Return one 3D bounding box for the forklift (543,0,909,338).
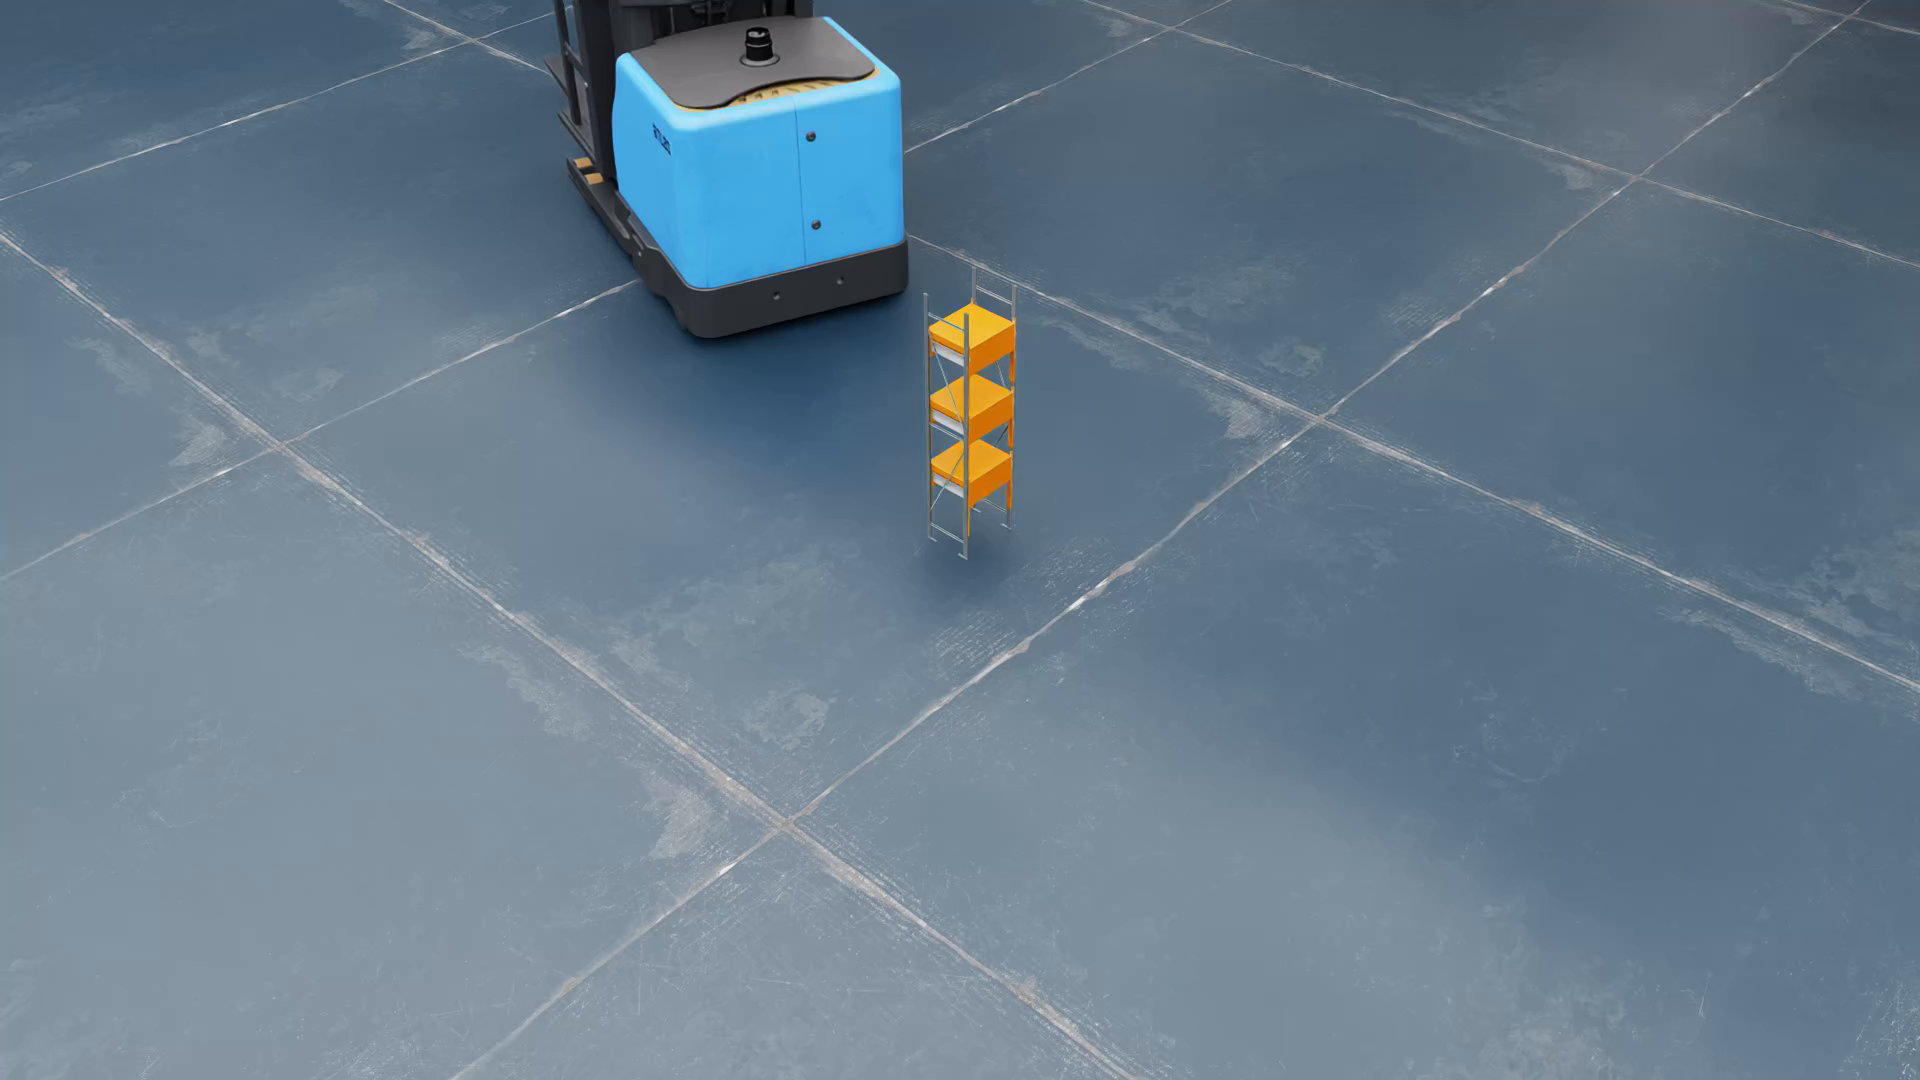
[{"bbox_3d":[-1.347,-2.935,7.586,1.130,2.935,3.031,-17,42,-21],"label":"forklift"}]

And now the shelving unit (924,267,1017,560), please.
[{"bbox_3d":[0.036,-0.436,5.954,0.215,1.050,0.252,30,47,32],"label":"shelving unit"}]

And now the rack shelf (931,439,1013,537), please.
[{"bbox_3d":[0.036,-0.210,6.134,0.215,0.259,0.240,30,47,32],"label":"rack shelf"}]

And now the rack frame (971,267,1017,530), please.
[{"bbox_3d":[0.118,-0.492,6.025,0.200,1.050,0.008,30,47,32],"label":"rack frame"}]

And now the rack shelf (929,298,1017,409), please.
[{"bbox_3d":[0.036,-0.649,5.784,0.215,0.259,0.240,30,47,32],"label":"rack shelf"}]

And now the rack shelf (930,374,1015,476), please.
[{"bbox_3d":[0.036,-0.427,5.961,0.215,0.259,0.240,30,47,32],"label":"rack shelf"}]

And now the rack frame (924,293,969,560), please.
[{"bbox_3d":[-0.046,-0.379,5.884,0.200,1.050,0.008,30,47,32],"label":"rack frame"}]
